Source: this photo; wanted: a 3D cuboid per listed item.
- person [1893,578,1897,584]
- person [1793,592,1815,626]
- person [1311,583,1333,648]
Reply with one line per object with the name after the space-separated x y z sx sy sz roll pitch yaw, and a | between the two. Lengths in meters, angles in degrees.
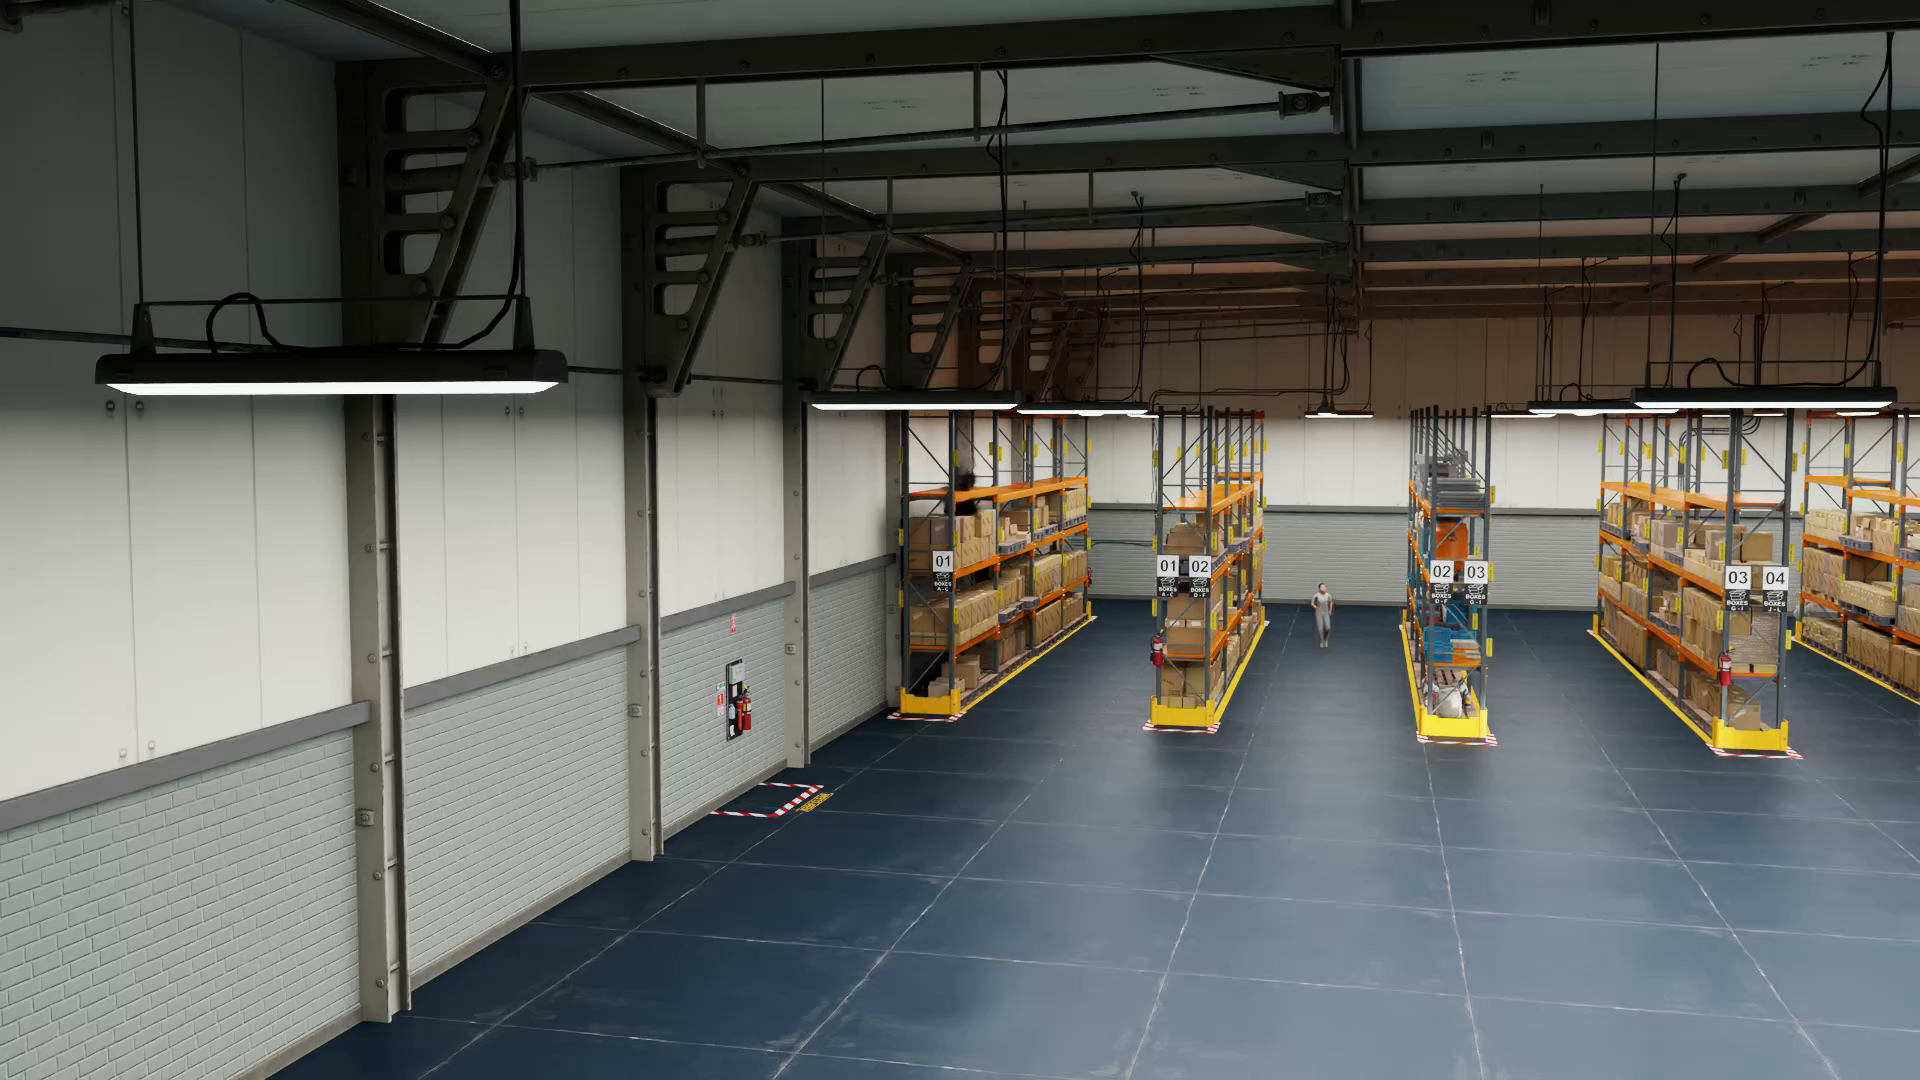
23.979 1.839 42.572 0.697 1.708 0.741 1 4 7 | person
22.675 1.686 44.506 0.627 1.705 0.792 1 4 18 | person
9.120 1.897 41.839 0.568 1.635 0.601 0 4 4 | person
